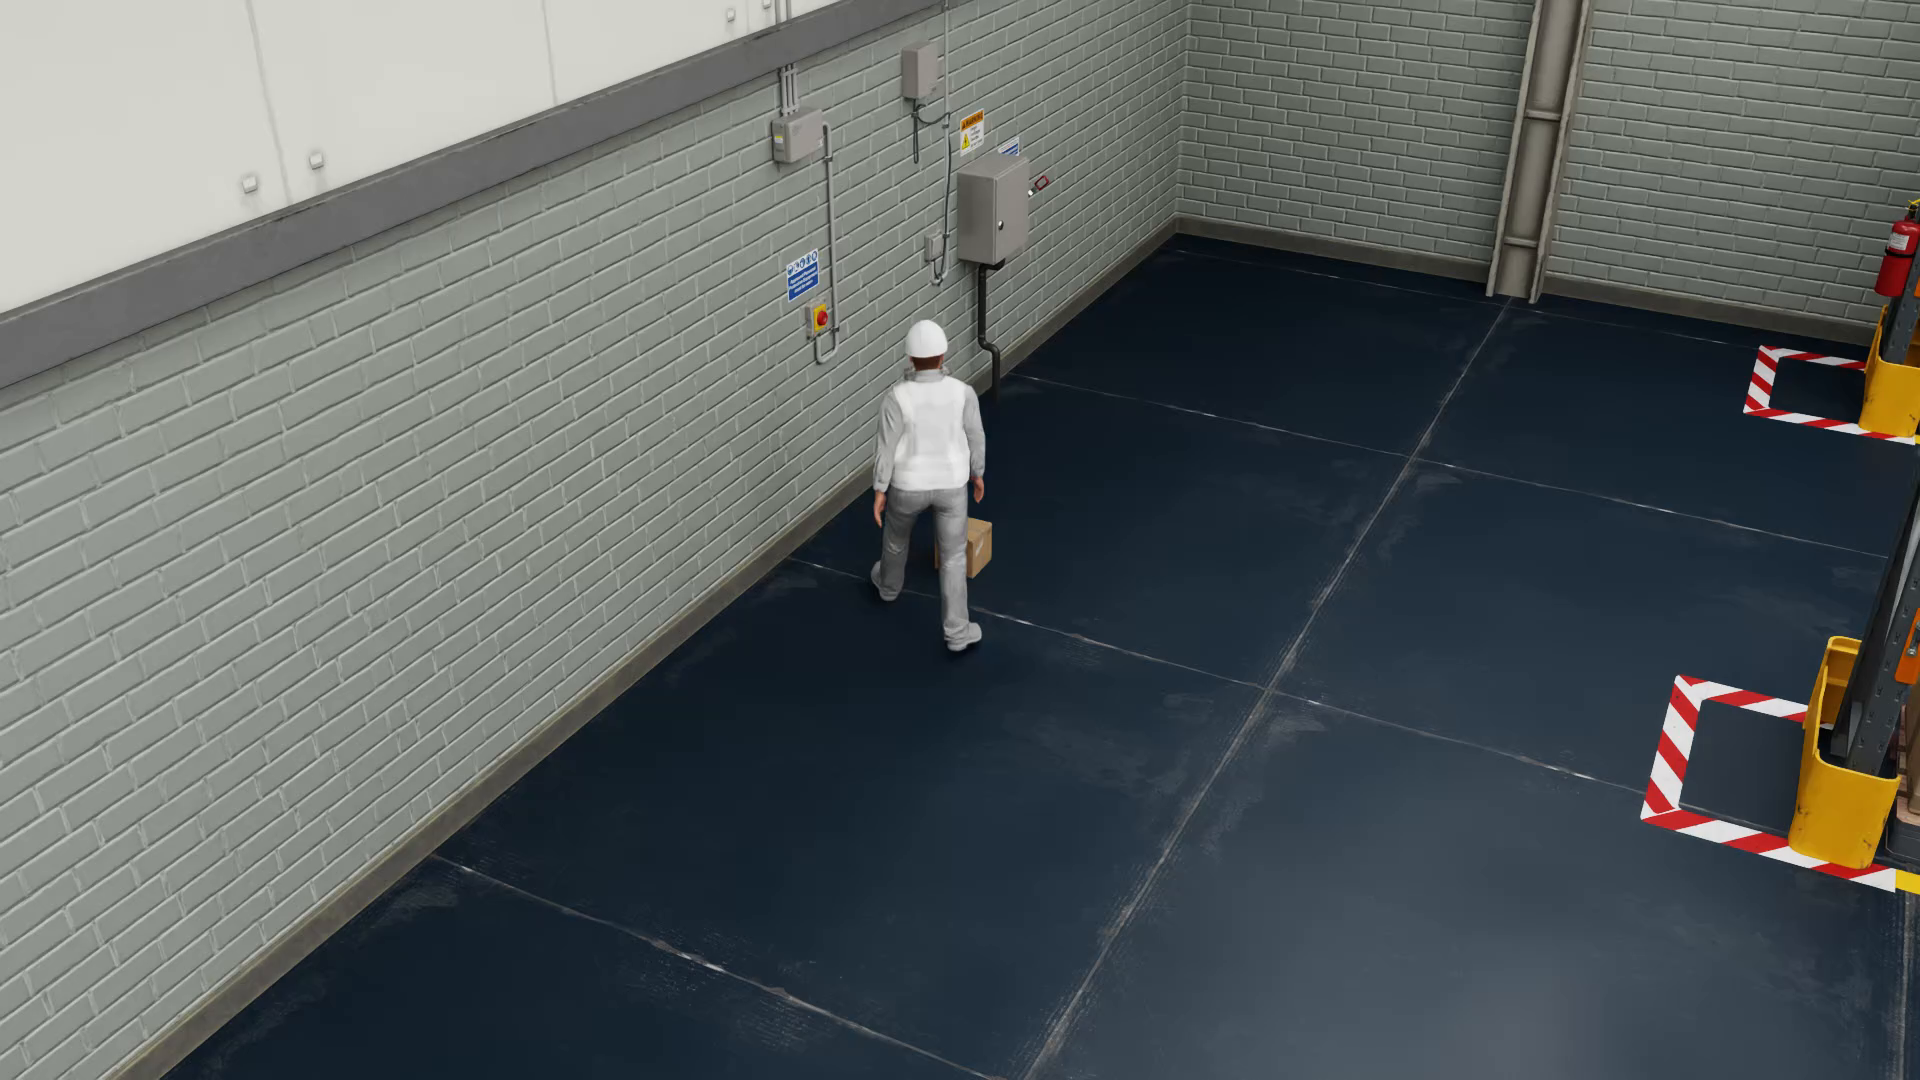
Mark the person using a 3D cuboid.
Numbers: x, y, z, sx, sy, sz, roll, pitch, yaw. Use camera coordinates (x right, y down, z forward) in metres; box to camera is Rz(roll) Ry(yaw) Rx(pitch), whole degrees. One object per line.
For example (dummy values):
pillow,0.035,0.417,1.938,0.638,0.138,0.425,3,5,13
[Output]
person,-0.170,-0.326,8.848,0.611,1.735,0.924,-3,30,-6
